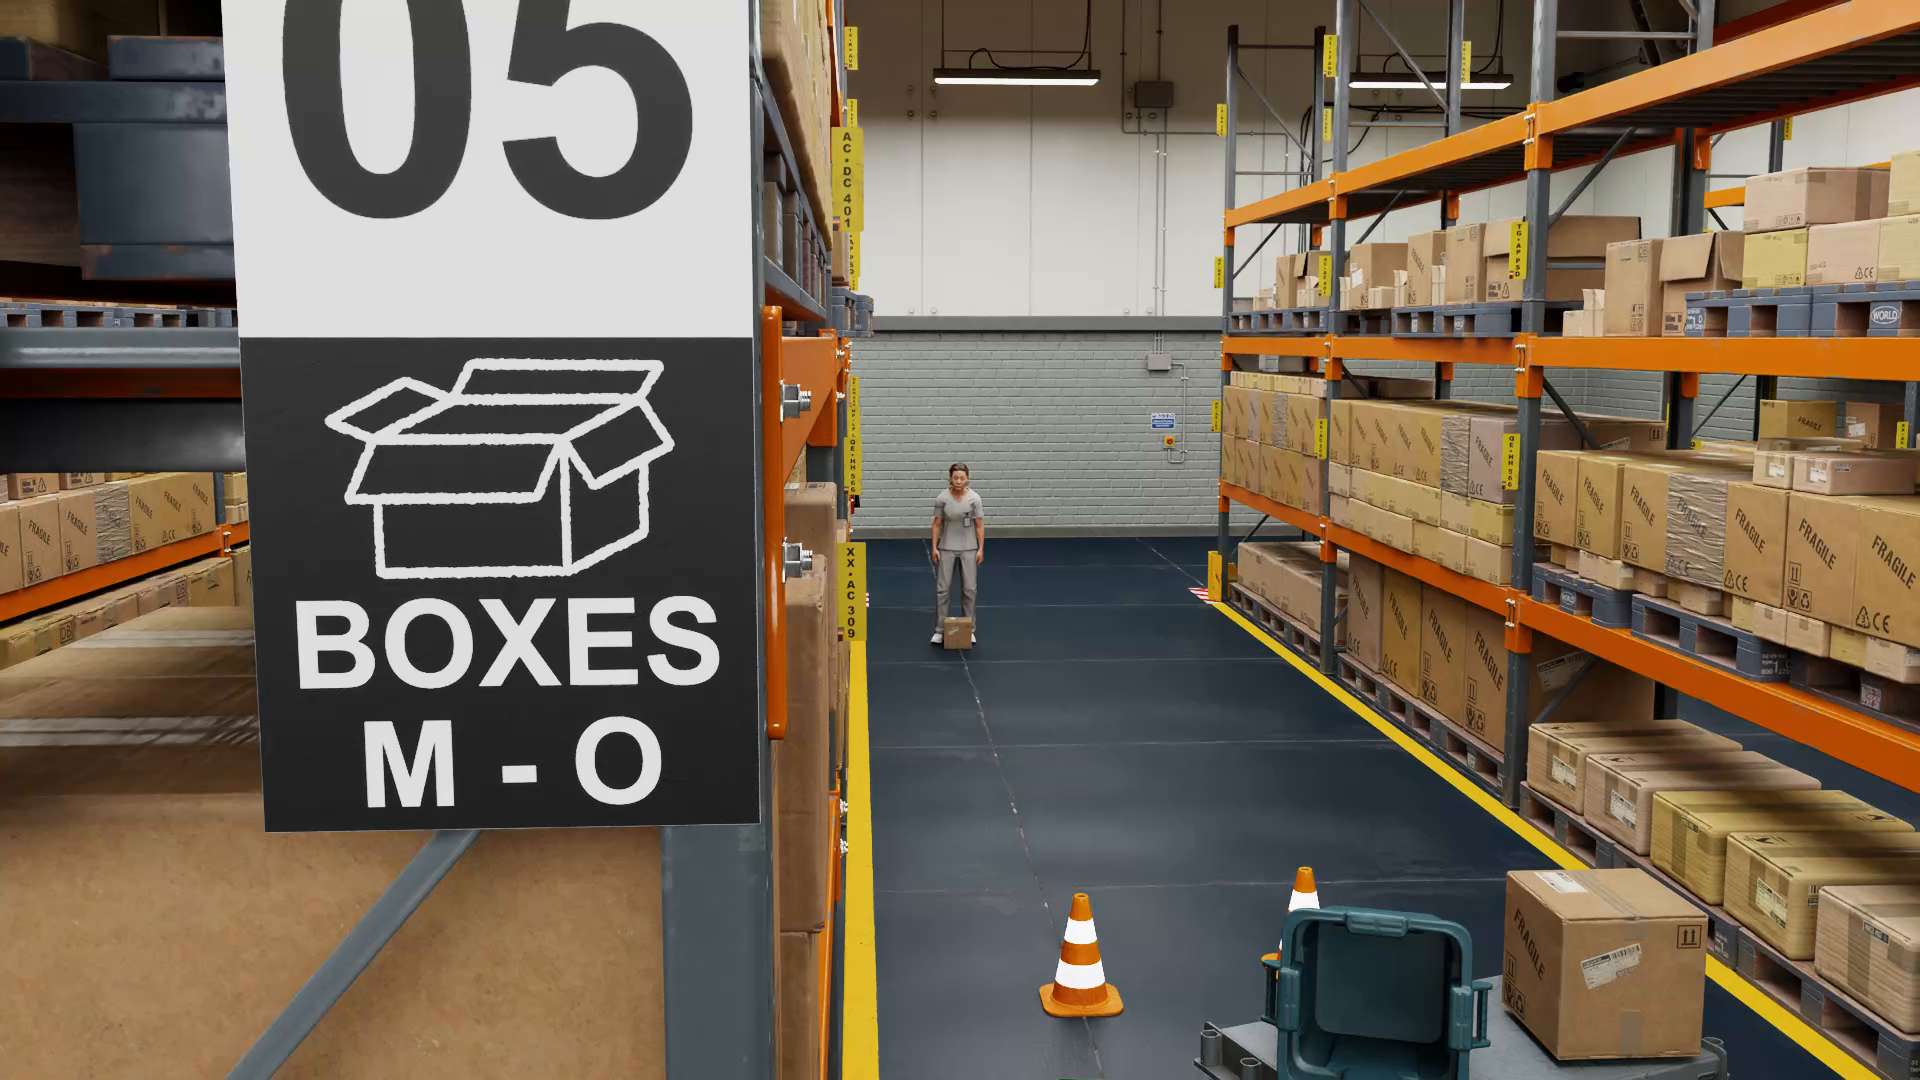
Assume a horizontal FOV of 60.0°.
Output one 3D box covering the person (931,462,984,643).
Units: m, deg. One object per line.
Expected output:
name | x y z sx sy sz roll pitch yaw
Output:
person | -0.020 0.112 15.334 0.487 1.673 0.356 0 7 3
